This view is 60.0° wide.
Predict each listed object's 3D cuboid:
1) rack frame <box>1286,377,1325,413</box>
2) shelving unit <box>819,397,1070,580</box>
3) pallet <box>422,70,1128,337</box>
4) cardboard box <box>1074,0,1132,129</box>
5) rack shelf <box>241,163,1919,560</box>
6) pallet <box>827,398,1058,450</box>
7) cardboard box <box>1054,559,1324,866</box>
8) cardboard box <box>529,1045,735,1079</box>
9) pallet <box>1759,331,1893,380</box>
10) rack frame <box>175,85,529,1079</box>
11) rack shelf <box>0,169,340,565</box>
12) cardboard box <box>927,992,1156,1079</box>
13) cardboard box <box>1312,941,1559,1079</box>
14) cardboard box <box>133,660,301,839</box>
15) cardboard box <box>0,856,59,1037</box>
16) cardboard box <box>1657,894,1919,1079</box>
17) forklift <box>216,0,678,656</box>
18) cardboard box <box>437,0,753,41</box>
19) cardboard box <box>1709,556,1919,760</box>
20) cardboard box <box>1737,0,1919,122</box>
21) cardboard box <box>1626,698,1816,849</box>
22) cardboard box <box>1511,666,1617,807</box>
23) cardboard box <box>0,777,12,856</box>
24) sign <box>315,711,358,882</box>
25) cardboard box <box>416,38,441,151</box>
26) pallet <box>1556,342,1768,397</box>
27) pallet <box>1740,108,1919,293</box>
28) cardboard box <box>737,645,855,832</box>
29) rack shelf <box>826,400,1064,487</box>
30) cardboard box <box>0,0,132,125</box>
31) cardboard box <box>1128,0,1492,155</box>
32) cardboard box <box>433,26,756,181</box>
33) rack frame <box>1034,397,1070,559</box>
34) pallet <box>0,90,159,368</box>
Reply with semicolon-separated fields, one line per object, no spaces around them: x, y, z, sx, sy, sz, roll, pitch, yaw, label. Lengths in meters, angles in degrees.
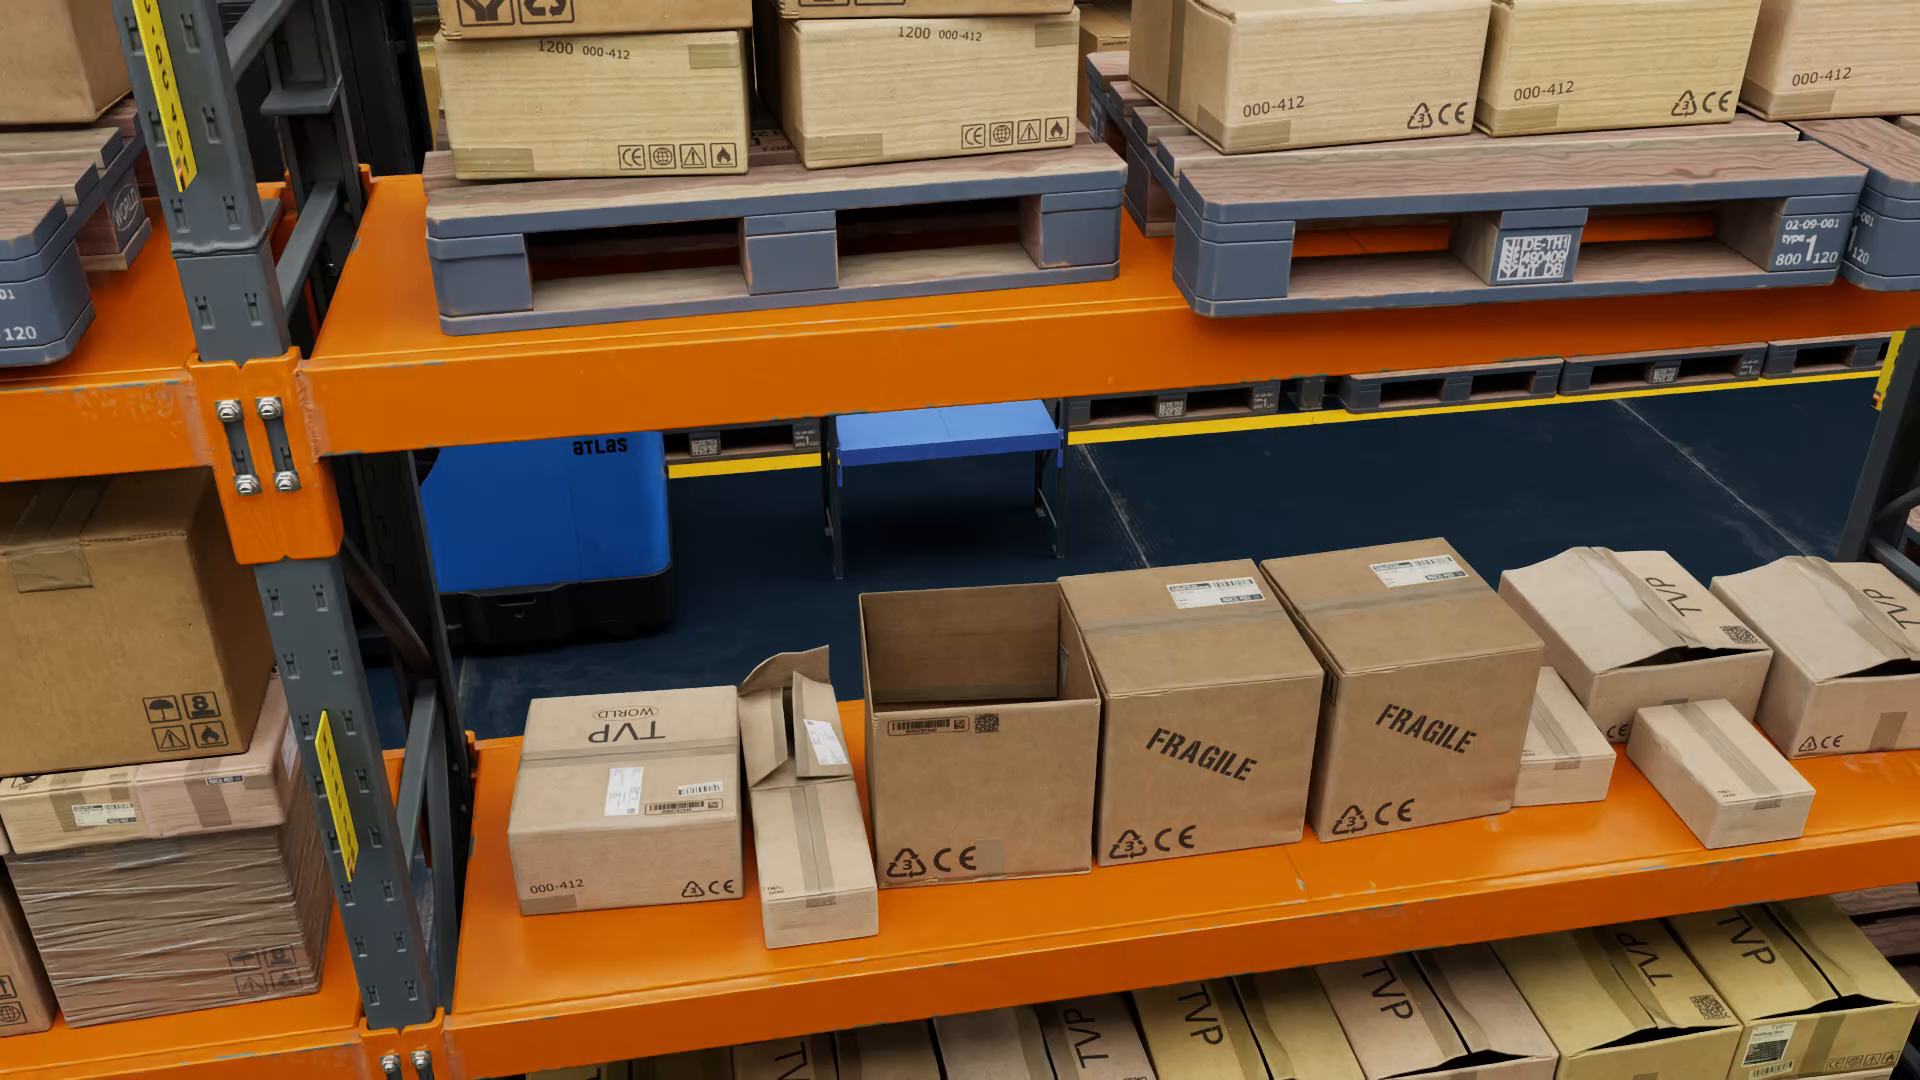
1.794;-2.231;8.585;0.127;3.000;1.000;-5;31;-9;rack frame
-0.084;-0.639;7.357;1.048;1.500;0.538;-5;31;-9;shelving unit
-0.379;-0.694;3.200;1.217;0.209;0.805;-7;31;-11;pallet
0.789;-2.351;8.257;0.500;0.500;0.700;-8;31;-14;cardboard box
0.723;-0.562;3.497;4.000;0.370;1.077;-5;31;-9;rack shelf
-0.173;-0.849;8.985;1.213;0.211;1.003;-5;31;-9;pallet
0.524;0.405;4.004;0.500;0.500;0.500;-5;31;-9;cardboard box
-0.793;1.453;4.065;0.500;0.311;0.500;-5;31;-9;cardboard box
4.983;-1.286;9.729;1.213;0.211;1.003;-5;31;-9;pallet
-1.245;0.604;3.764;0.127;3.000;1.000;-5;31;-9;rack frame
-3.212;-0.197;2.876;4.000;0.370;1.077;-5;31;-9;rack shelf
0.209;1.362;4.220;0.500;0.311;0.500;-6;31;-11;cardboard box
1.212;1.267;4.381;0.500;0.311;0.500;-5;31;-9;cardboard box
-1.474;0.413;3.350;0.250;0.149;0.380;-5;31;-9;cardboard box
-2.198;0.656;3.577;0.500;0.500;0.700;-6;31;-9;cardboard box
2.219;1.172;4.543;0.500;0.311;0.500;-5;31;-8;cardboard box
-2.771;-0.986;6.535;3.031;2.935;1.130;-5;31;-8;forklift
-0.631;-1.166;2.808;0.500;0.500;0.500;-5;31;-8;cardboard box
2.324;0.288;4.388;0.500;0.311;0.500;-3;31;-6;cardboard box
1.741;-1.045;3.341;0.500;0.250;0.500;-4;31;-8;cardboard box
1.855;0.567;4.075;0.250;0.149;0.380;-5;31;-9;cardboard box
1.446;0.491;4.203;0.250;0.149;0.380;-3;31;-5;cardboard box
-1.974;0.459;3.271;0.250;0.149;0.380;-6;31;-10;cardboard box
-1.143;0.473;3.054;0.005;0.325;0.100;-5;31;-9;sign
-2.550;-1.936;7.471;0.500;0.500;0.500;-5;31;-9;cardboard box
3.781;-1.173;9.537;1.213;0.211;1.003;-5;31;-9;pallet
2.038;-0.867;3.491;1.003;0.211;1.213;-4;31;-7;pallet
-0.413;0.490;4.090;0.258;0.266;0.396;-6;31;-10;cardboard box
-0.084;-0.484;7.448;1.000;0.185;0.538;-5;31;-9;rack shelf
-1.788;-1.059;2.982;0.500;0.500;0.500;-3;31;-5;cardboard box
0.647;-0.950;3.180;0.500;0.250;0.500;-8;31;-13;cardboard box
-0.637;-0.857;3.023;0.500;0.250;0.500;-2;31;-4;cardboard box
0.416;-0.685;7.436;0.032;1.500;0.500;-5;31;-9;rack frame
-2.079;-0.560;2.872;1.213;0.211;1.003;-5;31;-9;pallet
